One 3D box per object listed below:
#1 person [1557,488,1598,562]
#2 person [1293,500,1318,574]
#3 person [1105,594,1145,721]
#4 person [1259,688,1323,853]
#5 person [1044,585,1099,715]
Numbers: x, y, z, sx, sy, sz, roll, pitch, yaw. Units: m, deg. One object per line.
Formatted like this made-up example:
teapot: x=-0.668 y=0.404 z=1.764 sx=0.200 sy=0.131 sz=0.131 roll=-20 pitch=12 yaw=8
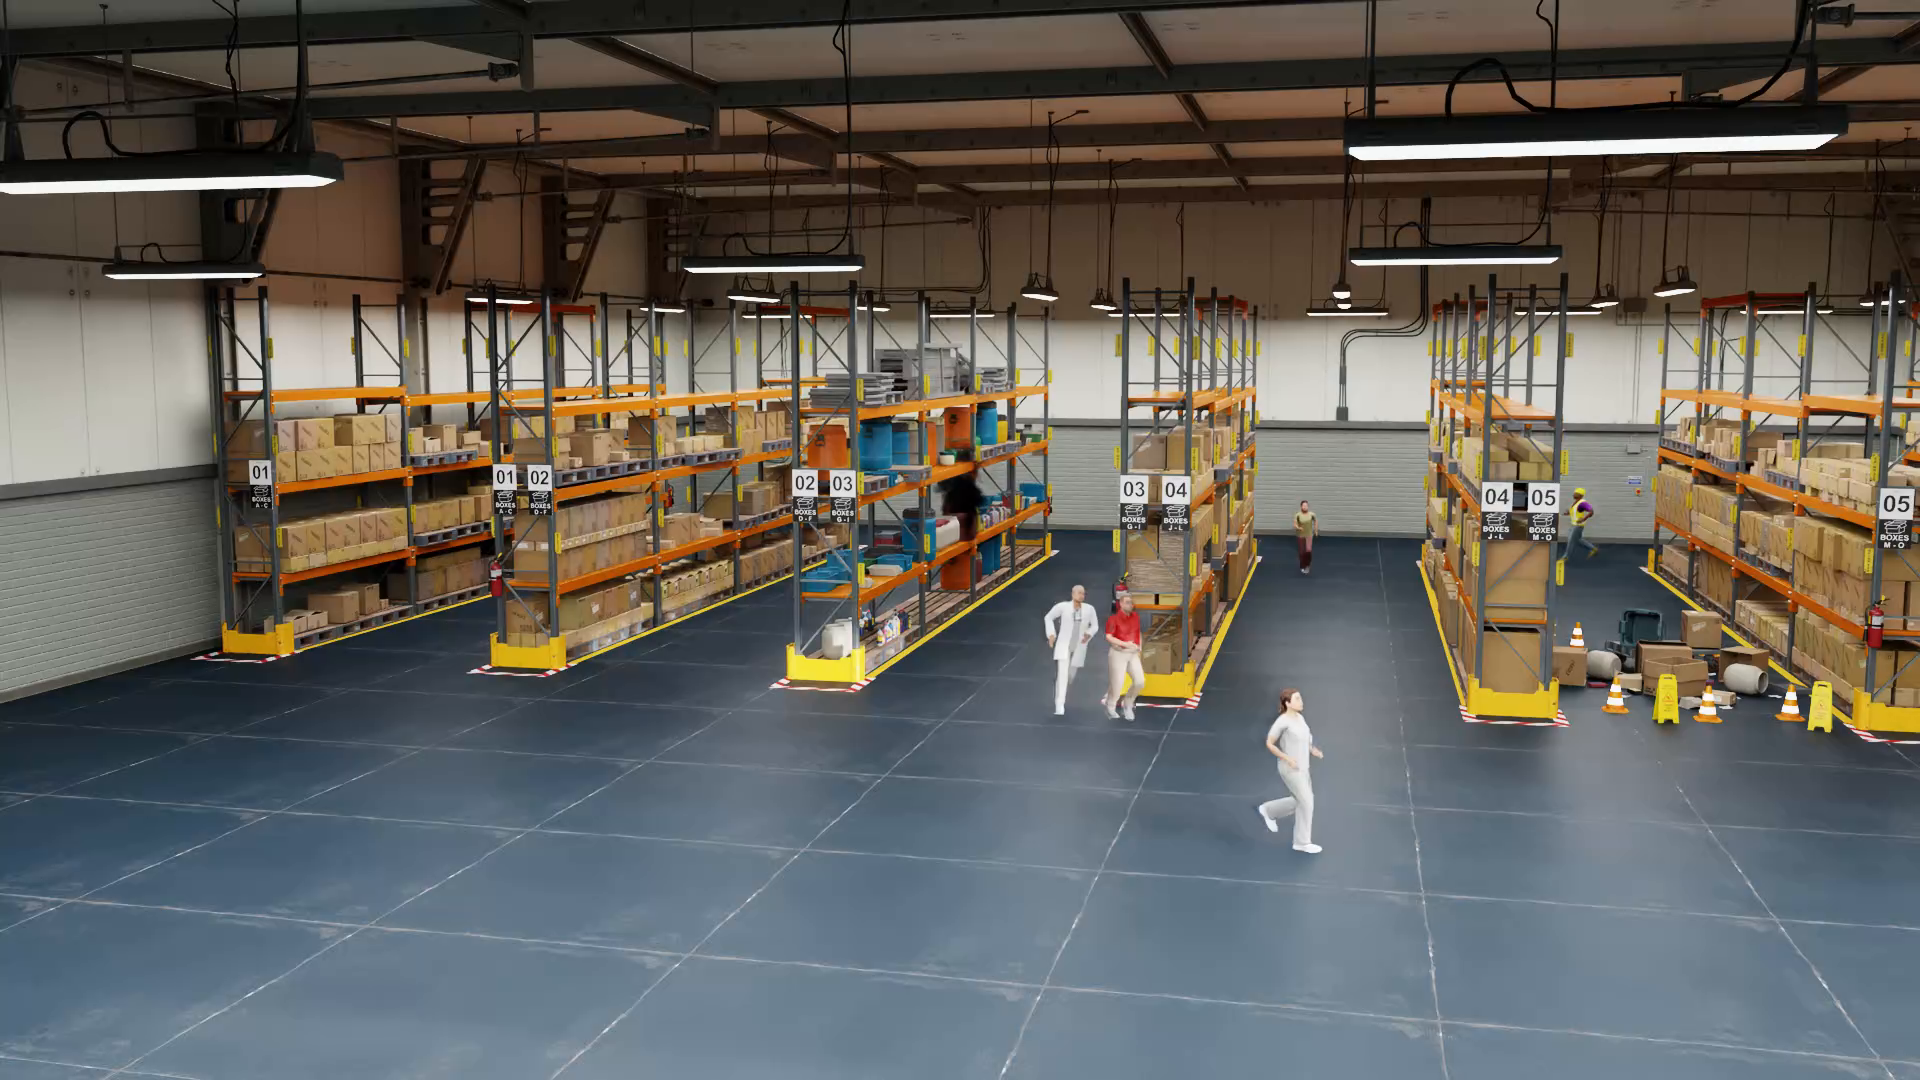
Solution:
person: x=14.473 y=-0.344 z=38.895 sx=0.981 sy=1.765 sz=0.705 roll=1 pitch=7 yaw=7
person: x=7.656 y=-0.062 z=36.897 sx=0.546 sy=1.642 sz=0.730 roll=1 pitch=7 yaw=12
person: x=2.252 y=1.606 z=22.407 sx=0.689 sy=1.759 sz=0.706 roll=-4 pitch=8 yaw=-30
person: x=3.300 y=2.284 z=16.668 sx=0.752 sy=1.628 sz=0.571 roll=6 pitch=9 yaw=41
person: x=1.564 y=1.489 z=23.147 sx=0.754 sy=1.734 sz=0.934 roll=-1 pitch=7 yaw=-6
